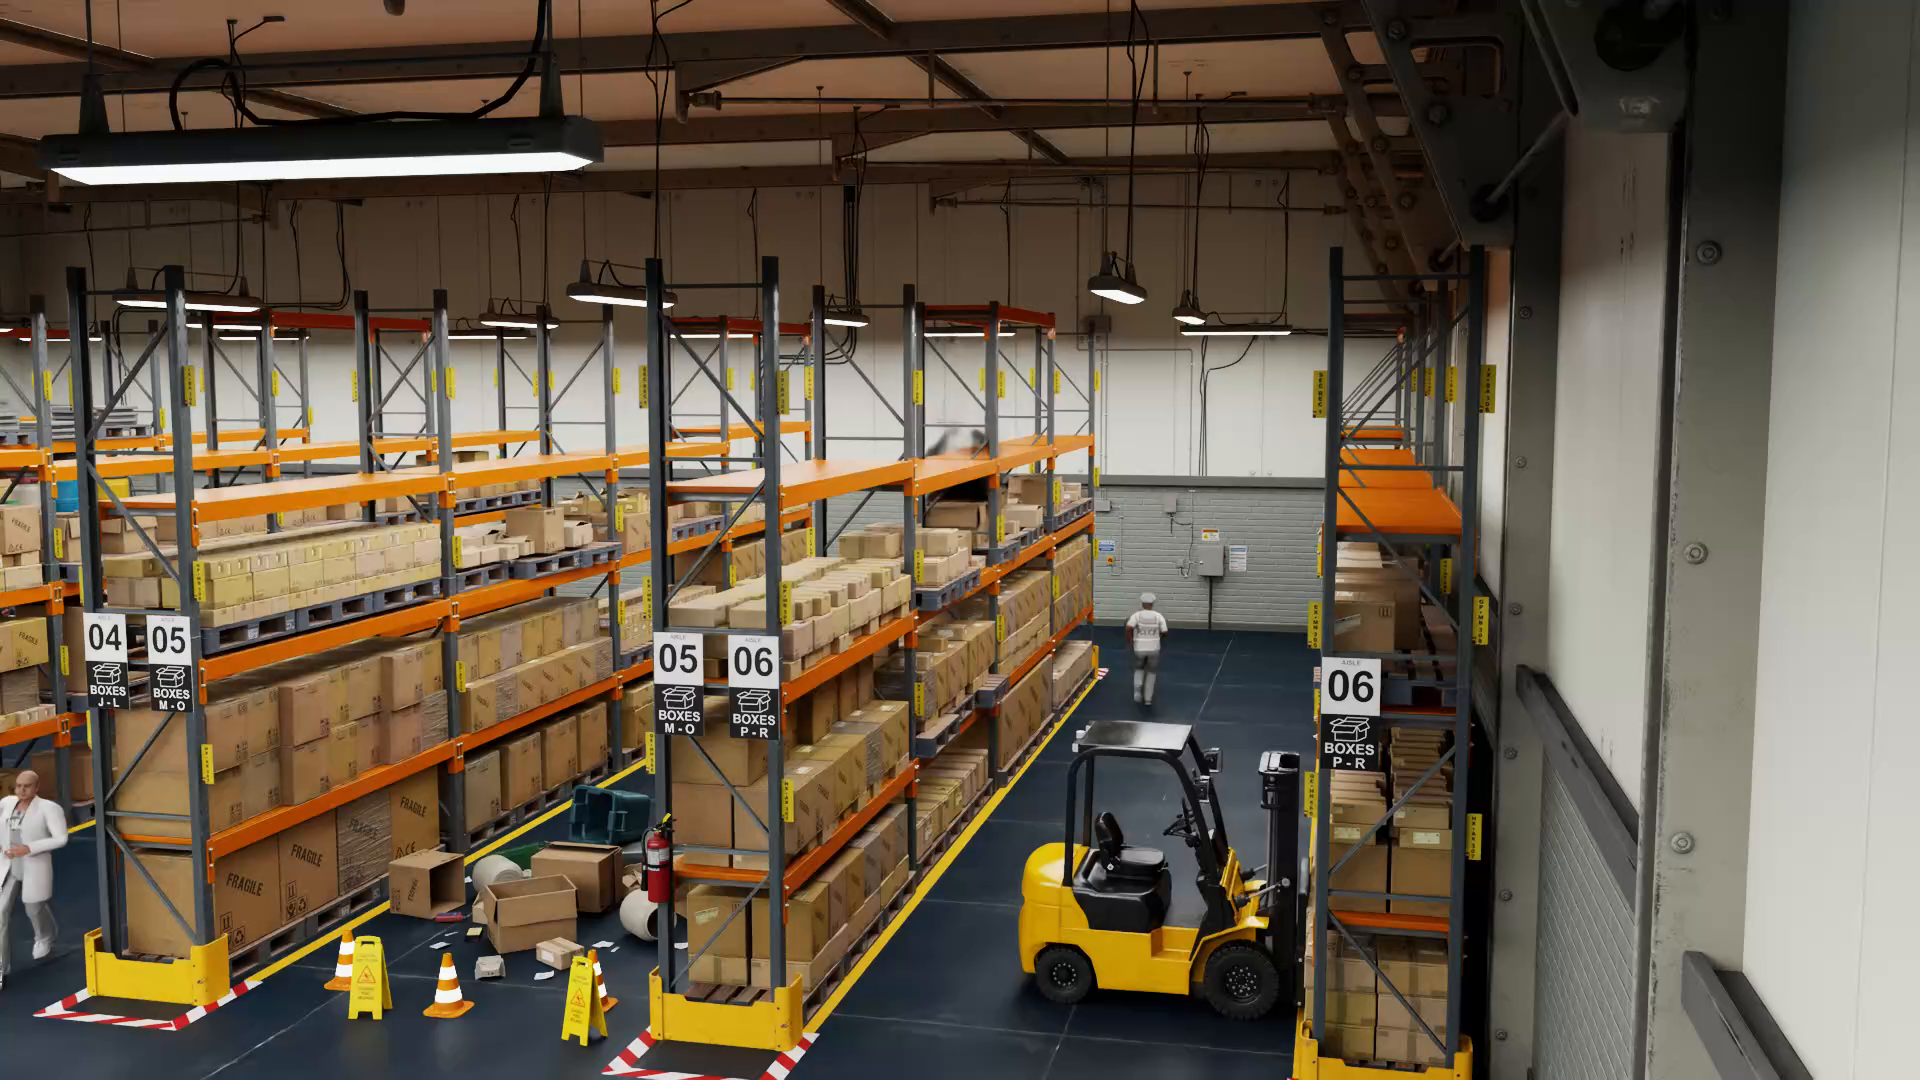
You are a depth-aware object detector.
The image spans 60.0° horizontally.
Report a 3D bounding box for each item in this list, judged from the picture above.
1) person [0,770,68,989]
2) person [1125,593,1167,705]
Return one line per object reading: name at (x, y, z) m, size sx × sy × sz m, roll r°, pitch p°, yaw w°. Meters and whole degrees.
person at (-7.965, 2.854, 14.266) m, size 0.710 × 1.813 × 0.999 m, roll 0°, pitch 6°, yaw -4°
person at (2.904, 1.678, 25.868) m, size 0.629 × 1.743 × 0.605 m, roll 1°, pitch 6°, yaw 8°
